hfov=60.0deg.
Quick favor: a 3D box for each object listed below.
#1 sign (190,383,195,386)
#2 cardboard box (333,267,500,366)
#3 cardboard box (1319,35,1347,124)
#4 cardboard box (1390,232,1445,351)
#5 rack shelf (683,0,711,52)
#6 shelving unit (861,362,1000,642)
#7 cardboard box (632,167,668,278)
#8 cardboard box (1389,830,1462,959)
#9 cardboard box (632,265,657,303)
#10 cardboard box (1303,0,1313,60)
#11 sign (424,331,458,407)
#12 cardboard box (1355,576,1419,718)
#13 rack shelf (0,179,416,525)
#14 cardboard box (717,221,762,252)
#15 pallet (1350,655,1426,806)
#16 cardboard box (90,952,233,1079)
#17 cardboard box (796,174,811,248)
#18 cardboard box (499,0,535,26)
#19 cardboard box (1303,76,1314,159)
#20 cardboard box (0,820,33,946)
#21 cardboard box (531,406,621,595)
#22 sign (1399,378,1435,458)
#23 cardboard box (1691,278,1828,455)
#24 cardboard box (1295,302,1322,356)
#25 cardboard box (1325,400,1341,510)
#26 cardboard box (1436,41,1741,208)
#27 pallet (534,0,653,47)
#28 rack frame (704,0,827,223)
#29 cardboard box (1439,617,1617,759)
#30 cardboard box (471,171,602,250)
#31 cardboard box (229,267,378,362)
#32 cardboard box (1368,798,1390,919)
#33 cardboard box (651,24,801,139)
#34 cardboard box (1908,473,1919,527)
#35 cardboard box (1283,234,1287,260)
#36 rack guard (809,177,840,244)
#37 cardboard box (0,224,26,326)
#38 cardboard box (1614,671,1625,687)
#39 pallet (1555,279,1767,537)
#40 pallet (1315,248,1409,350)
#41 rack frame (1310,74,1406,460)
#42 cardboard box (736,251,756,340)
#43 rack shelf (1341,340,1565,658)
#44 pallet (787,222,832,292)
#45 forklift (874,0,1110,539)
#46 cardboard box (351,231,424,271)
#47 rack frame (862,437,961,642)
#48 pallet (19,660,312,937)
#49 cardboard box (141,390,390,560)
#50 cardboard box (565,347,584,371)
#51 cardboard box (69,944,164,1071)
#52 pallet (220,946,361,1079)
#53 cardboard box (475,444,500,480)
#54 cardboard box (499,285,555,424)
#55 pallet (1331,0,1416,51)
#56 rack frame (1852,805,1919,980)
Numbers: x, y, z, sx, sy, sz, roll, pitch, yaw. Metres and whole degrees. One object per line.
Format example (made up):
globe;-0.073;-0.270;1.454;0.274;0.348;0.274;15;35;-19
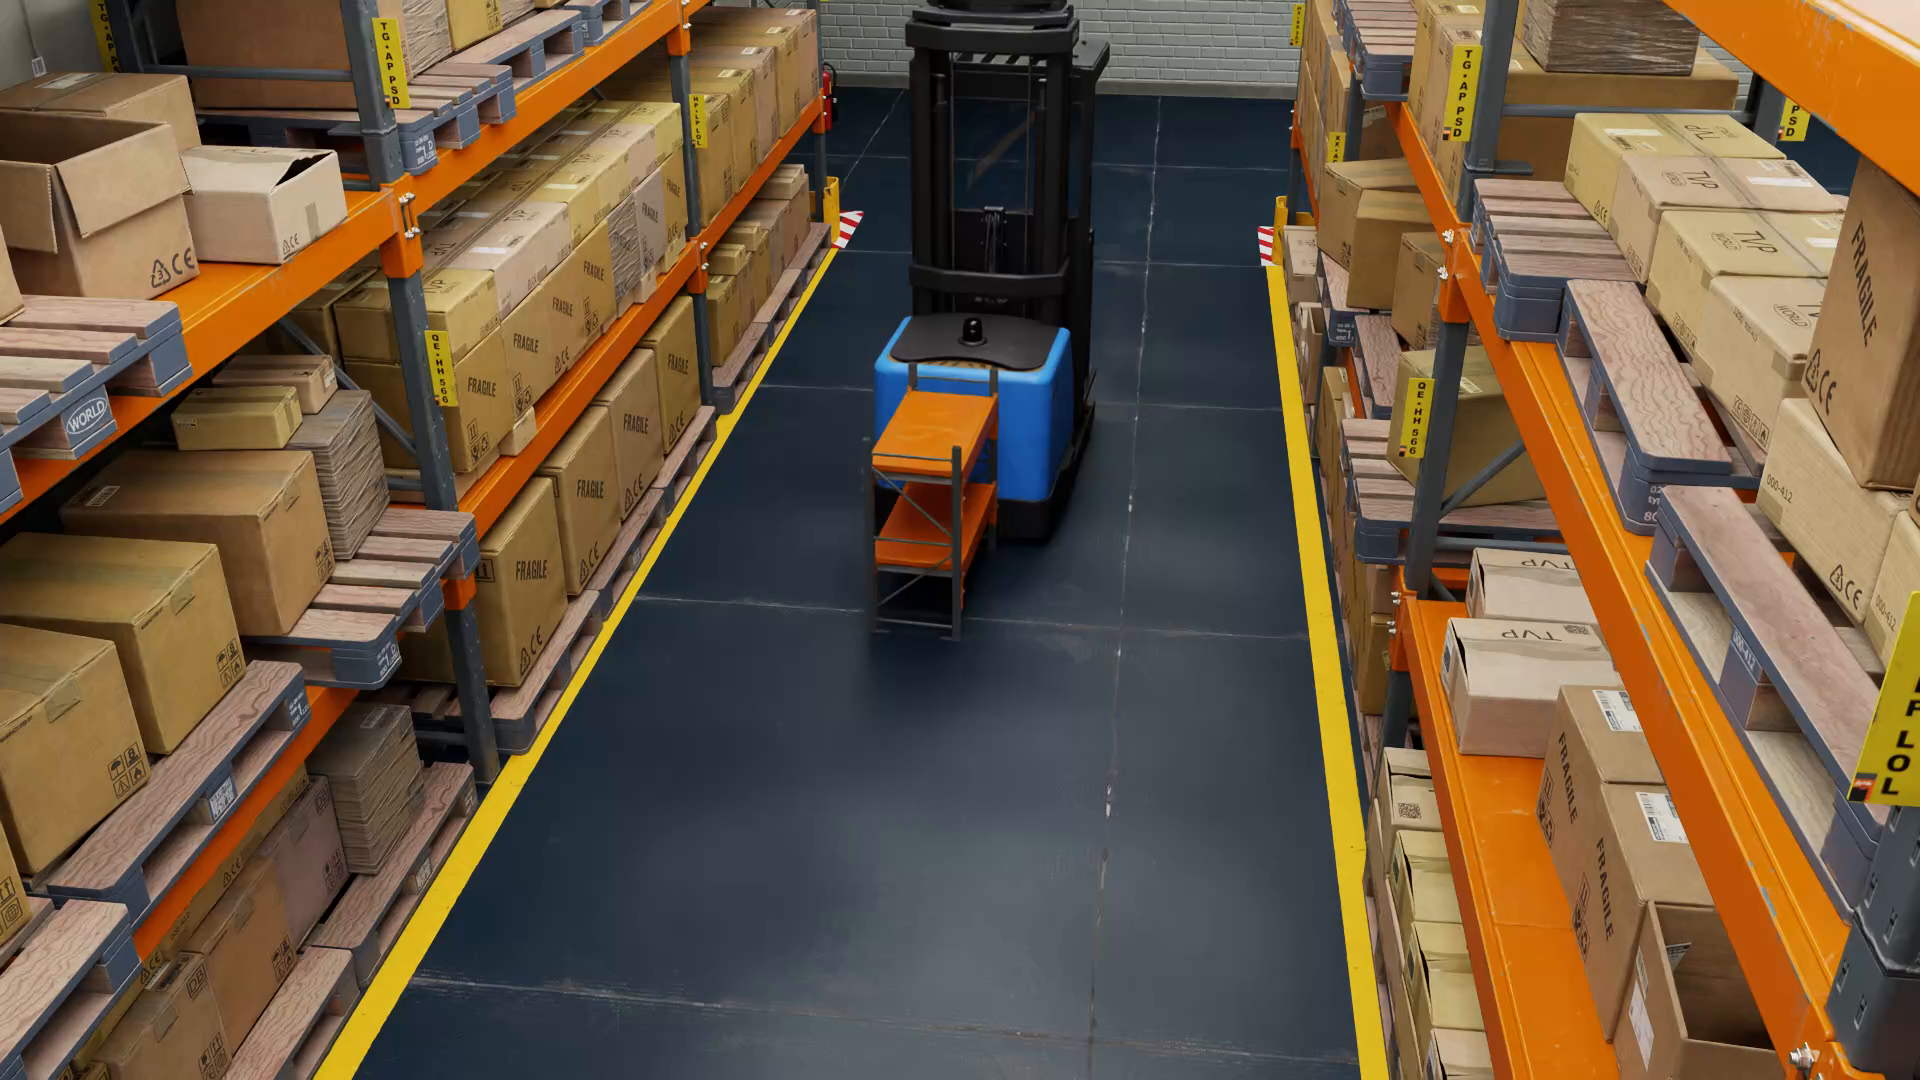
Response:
sign;-3.194;-0.785;6.824;0.100;0.325;0.005;3;28;6
cardboard box;-2.328;-0.971;7.159;0.500;0.250;0.500;4;29;7
cardboard box;2.691;-3.057;11.102;0.500;0.500;0.500;4;29;7
cardboard box;2.609;-1.235;8.332;0.700;0.500;0.500;-4;29;-7
rack shelf;-1.908;-4.073;11.743;1.077;0.370;4.000;3;28;6
shelving unit;-0.140;-0.225;8.981;0.538;1.125;1.048;6;29;10
cardboard box;-2.012;-1.839;9.560;0.500;0.500;0.500;4;29;7
cardboard box;1.862;1.298;6.044;0.500;0.311;0.500;3;28;5
cardboard box;-1.971;-1.483;9.583;0.380;0.149;0.250;3;28;6
cardboard box;2.938;-4.015;12.880;0.500;0.500;0.500;4;29;8
sign;-2.103;-0.692;6.735;0.100;0.325;0.005;3;28;6
cardboard box;2.155;0.494;7.841;0.500;0.500;0.500;4;29;8
rack shelf;-2.888;-0.307;4.753;1.077;0.370;4.000;3;28;6
cardboard box;-1.673;-2.240;12.254;0.380;0.149;0.250;3;28;5
pallet;2.403;0.920;7.820;1.003;0.211;1.213;3;28;6
cardboard box;-2.943;1.714;5.578;0.700;0.500;0.500;4;29;7
cardboard box;-1.649;-2.759;13.902;0.700;0.500;0.500;3;28;6
cardboard box;-2.499;-2.780;8.016;0.700;0.500;0.500;3;28;6
cardboard box;2.815;-3.095;12.228;0.500;0.500;0.500;3;28;6
cardboard box;-2.961;0.900;4.347;0.700;0.500;0.500;6;29;11
cardboard box;-2.309;-0.234;8.845;0.750;0.750;0.750;3;28;6
sign;1.734;-0.460;6.305;0.100;0.325;0.005;3;28;6
cardboard box;2.079;-0.411;3.904;0.500;0.250;0.500;1;28;2
cardboard box;2.644;-1.489;11.722;0.500;0.311;0.500;3;28;6
cardboard box;2.408;-0.469;9.630;0.500;0.500;0.500;4;29;7
cardboard box;2.294;-1.530;6.160;0.910;0.500;0.500;3;28;6
pallet;-2.216;-2.929;9.064;0.805;0.209;1.217;2;28;4
rack frame;-1.663;-4.010;14.031;1.000;3.000;0.127;3;28;6
cardboard box;1.972;0.491;5.771;0.500;0.311;0.500;3;28;6
cardboard box;-2.153;-1.686;8.487;0.500;0.250;0.500;3;28;5
cardboard box;-2.845;-0.987;7.189;0.500;0.250;0.500;4;29;8
cardboard box;1.918;1.297;6.637;0.500;0.250;0.500;3;28;6
cardboard box;-1.794;-3.559;12.877;0.980;0.700;0.700;3;28;6
cardboard box;1.898;-0.133;2.597;0.500;0.500;0.500;4;29;7
cardboard box;2.831;-2.376;13.521;0.380;0.166;0.250;3;28;6
rack guard;-1.660;-2.921;14.645;1.175;0.500;0.348;3;28;6
cardboard box;-2.836;-0.744;4.258;0.500;0.500;0.500;2;28;4
cardboard box;2.438;0.592;5.754;0.380;0.149;0.250;3;28;6
pallet;2.145;-0.345;4.264;1.003;0.211;1.213;5;29;9
pallet;2.558;-1.387;9.364;1.003;0.211;1.213;3;28;6
rack frame;2.764;-1.841;10.005;1.000;3.000;0.127;3;28;6
cardboard box;-1.895;-1.794;12.110;0.700;0.500;0.500;3;28;6
rack shelf;2.519;-0.583;8.428;1.077;0.370;4.000;3;28;6
pallet;-1.683;-2.402;13.986;1.003;0.211;1.213;3;28;6
forklift;0.295;-1.978;10.331;1.130;2.935;3.031;6;29;10
cardboard box;-2.778;-1.231;7.641;0.500;0.250;0.500;2;28;5
rack frame;-0.241;0.012;8.542;0.500;1.125;0.032;6;29;10
pallet;-2.845;0.774;5.353;1.003;0.211;1.213;3;28;6
cardboard box;-2.691;-0.260;6.502;0.700;0.500;0.500;0;28;0
cardboard box;-2.196;-1.007;8.700;0.380;0.149;0.250;4;29;6
cardboard box;-2.949;1.415;5.342;0.500;0.250;0.500;3;28;5
pallet;-2.892;1.923;5.957;1.003;0.211;1.213;3;28;6
cardboard box;-2.333;-0.402;7.578;0.380;0.149;0.250;4;29;7
cardboard box;-2.256;-0.888;7.796;0.500;0.500;0.500;4;29;8
pallet;2.614;-2.776;8.776;1.213;0.211;1.003;3;28;6
rack frame;1.784;-0.717;1.592;1.000;3.000;0.127;3;28;6
